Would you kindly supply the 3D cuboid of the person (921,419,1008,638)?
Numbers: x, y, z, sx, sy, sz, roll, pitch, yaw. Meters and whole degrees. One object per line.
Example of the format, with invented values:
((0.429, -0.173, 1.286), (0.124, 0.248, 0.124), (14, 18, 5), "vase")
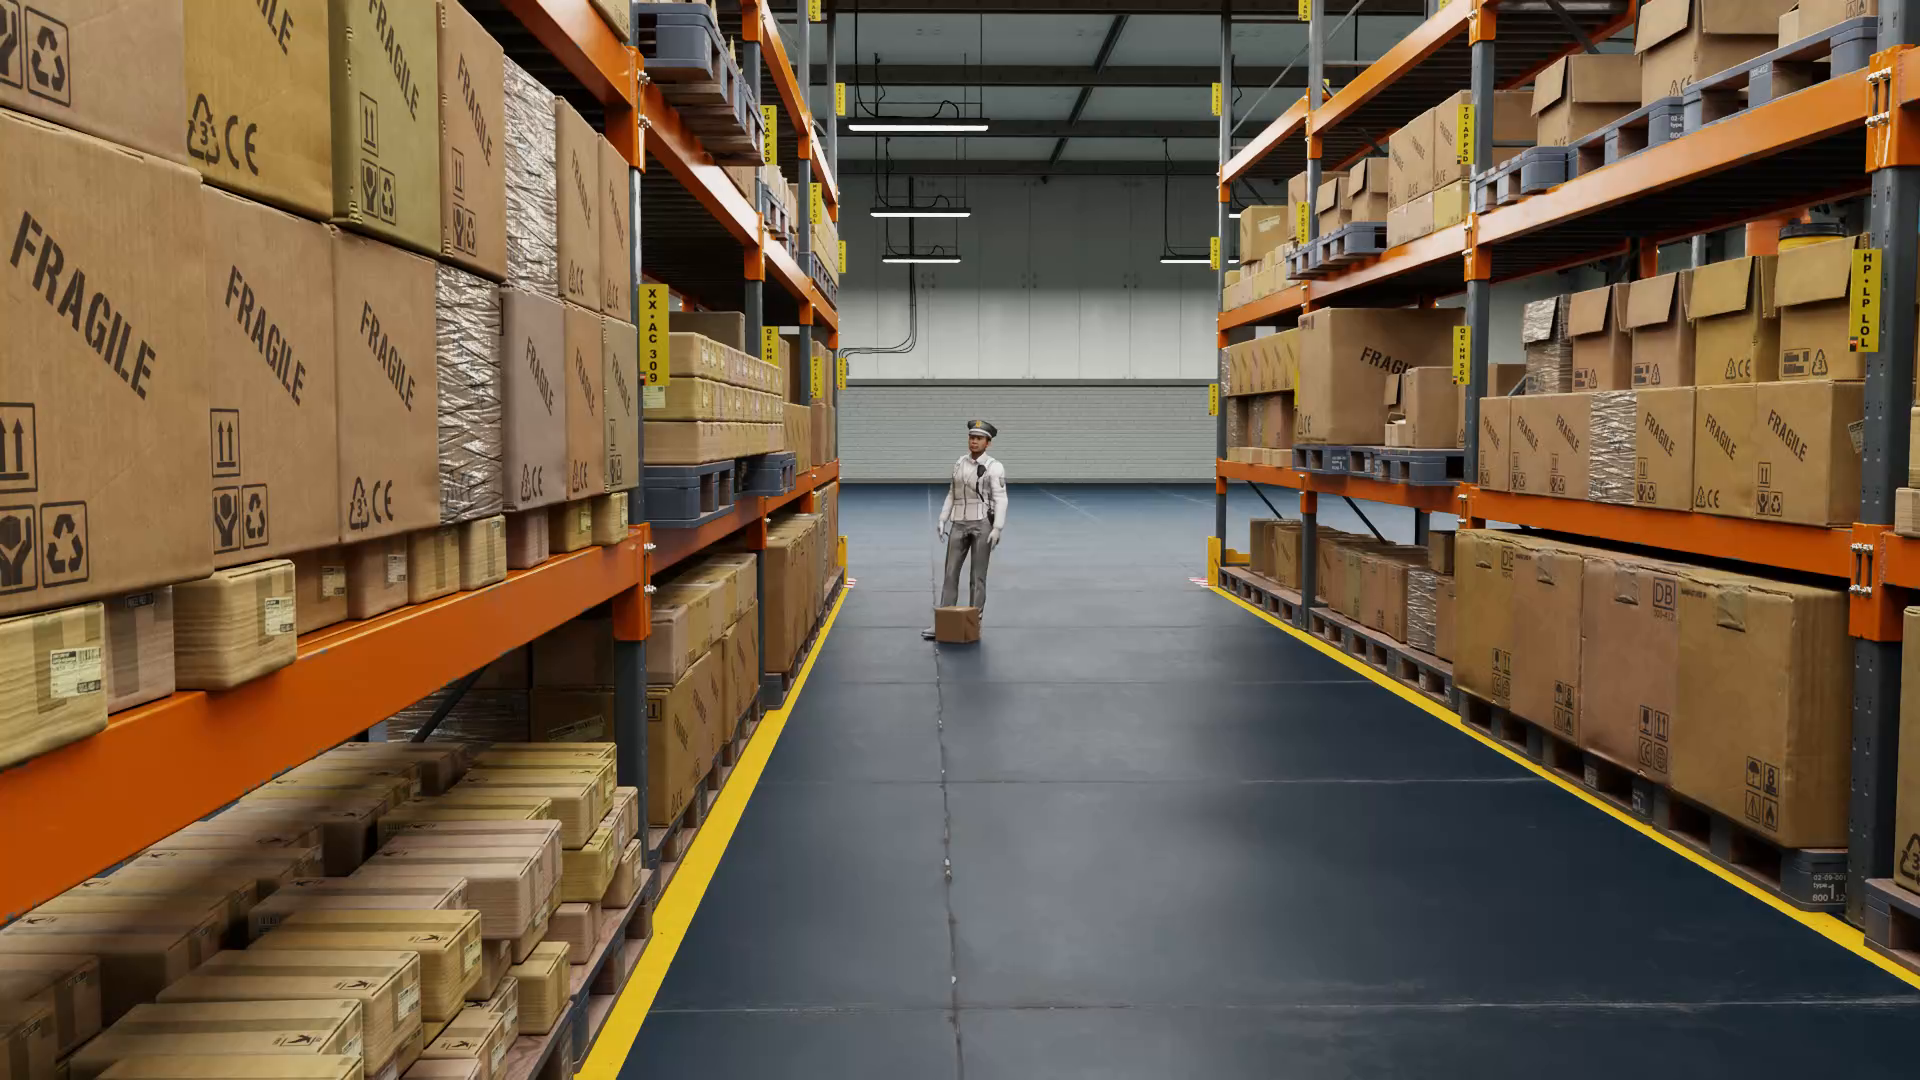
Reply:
((0.061, -0.090, 12.949), (0.587, 1.694, 0.530), (2, 5, 32), "person")
